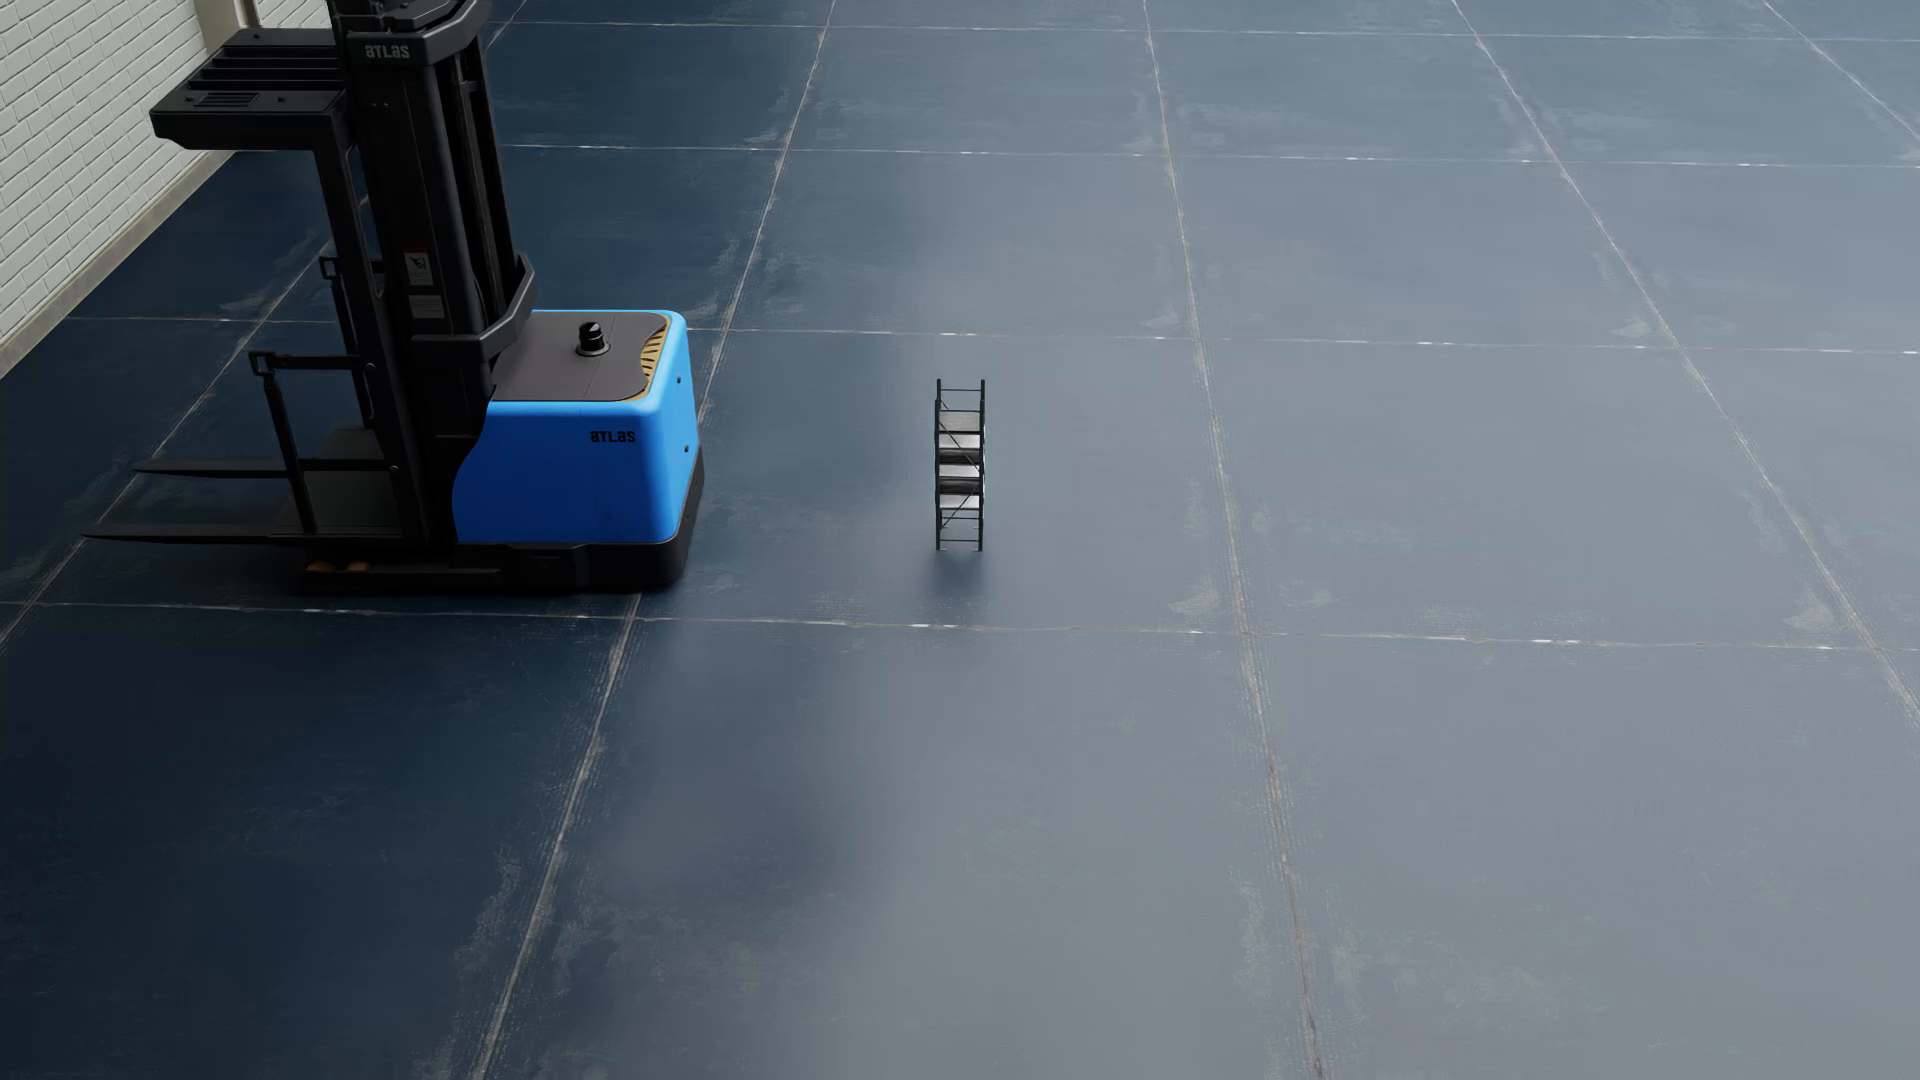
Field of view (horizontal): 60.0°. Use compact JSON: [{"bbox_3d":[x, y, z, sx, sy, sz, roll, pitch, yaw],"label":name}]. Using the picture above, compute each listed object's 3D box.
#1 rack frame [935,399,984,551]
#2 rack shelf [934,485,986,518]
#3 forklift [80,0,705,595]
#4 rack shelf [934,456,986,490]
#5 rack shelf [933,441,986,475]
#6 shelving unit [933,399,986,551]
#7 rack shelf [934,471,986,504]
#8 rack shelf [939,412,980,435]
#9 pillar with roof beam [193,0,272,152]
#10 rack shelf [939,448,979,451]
[{"bbox_3d":[-0.004,-0.314,8.360,0.240,0.900,0.006,1,35,2],"label":"rack frame"},{"bbox_3d":[0.000,-0.198,8.566,0.258,0.077,0.200,1,35,2],"label":"rack shelf"},{"bbox_3d":[-2.905,-1.205,7.916,3.031,2.867,1.129,0,35,0],"label":"forklift"},{"bbox_3d":[0.000,-0.346,8.463,0.258,0.077,0.200,1,35,2],"label":"rack shelf"},{"bbox_3d":[0.000,-0.419,8.411,0.258,0.077,0.200,1,35,2],"label":"rack shelf"},{"bbox_3d":[0.000,-0.371,8.442,0.258,0.900,0.205,1,35,2],"label":"shelving unit"},{"bbox_3d":[0.000,-0.272,8.515,0.258,0.077,0.200,1,35,2],"label":"rack shelf"},{"bbox_3d":[0.000,-0.583,8.296,0.221,0.026,0.190,1,35,2],"label":"rack shelf"},{"bbox_3d":[-1.244,-6.743,10.464,9.100,9.000,0.400,1,35,2],"label":"pillar with roof beam"},{"bbox_3d":[0.000,-0.505,8.351,0.199,0.015,0.184,1,35,2],"label":"rack shelf"}]
